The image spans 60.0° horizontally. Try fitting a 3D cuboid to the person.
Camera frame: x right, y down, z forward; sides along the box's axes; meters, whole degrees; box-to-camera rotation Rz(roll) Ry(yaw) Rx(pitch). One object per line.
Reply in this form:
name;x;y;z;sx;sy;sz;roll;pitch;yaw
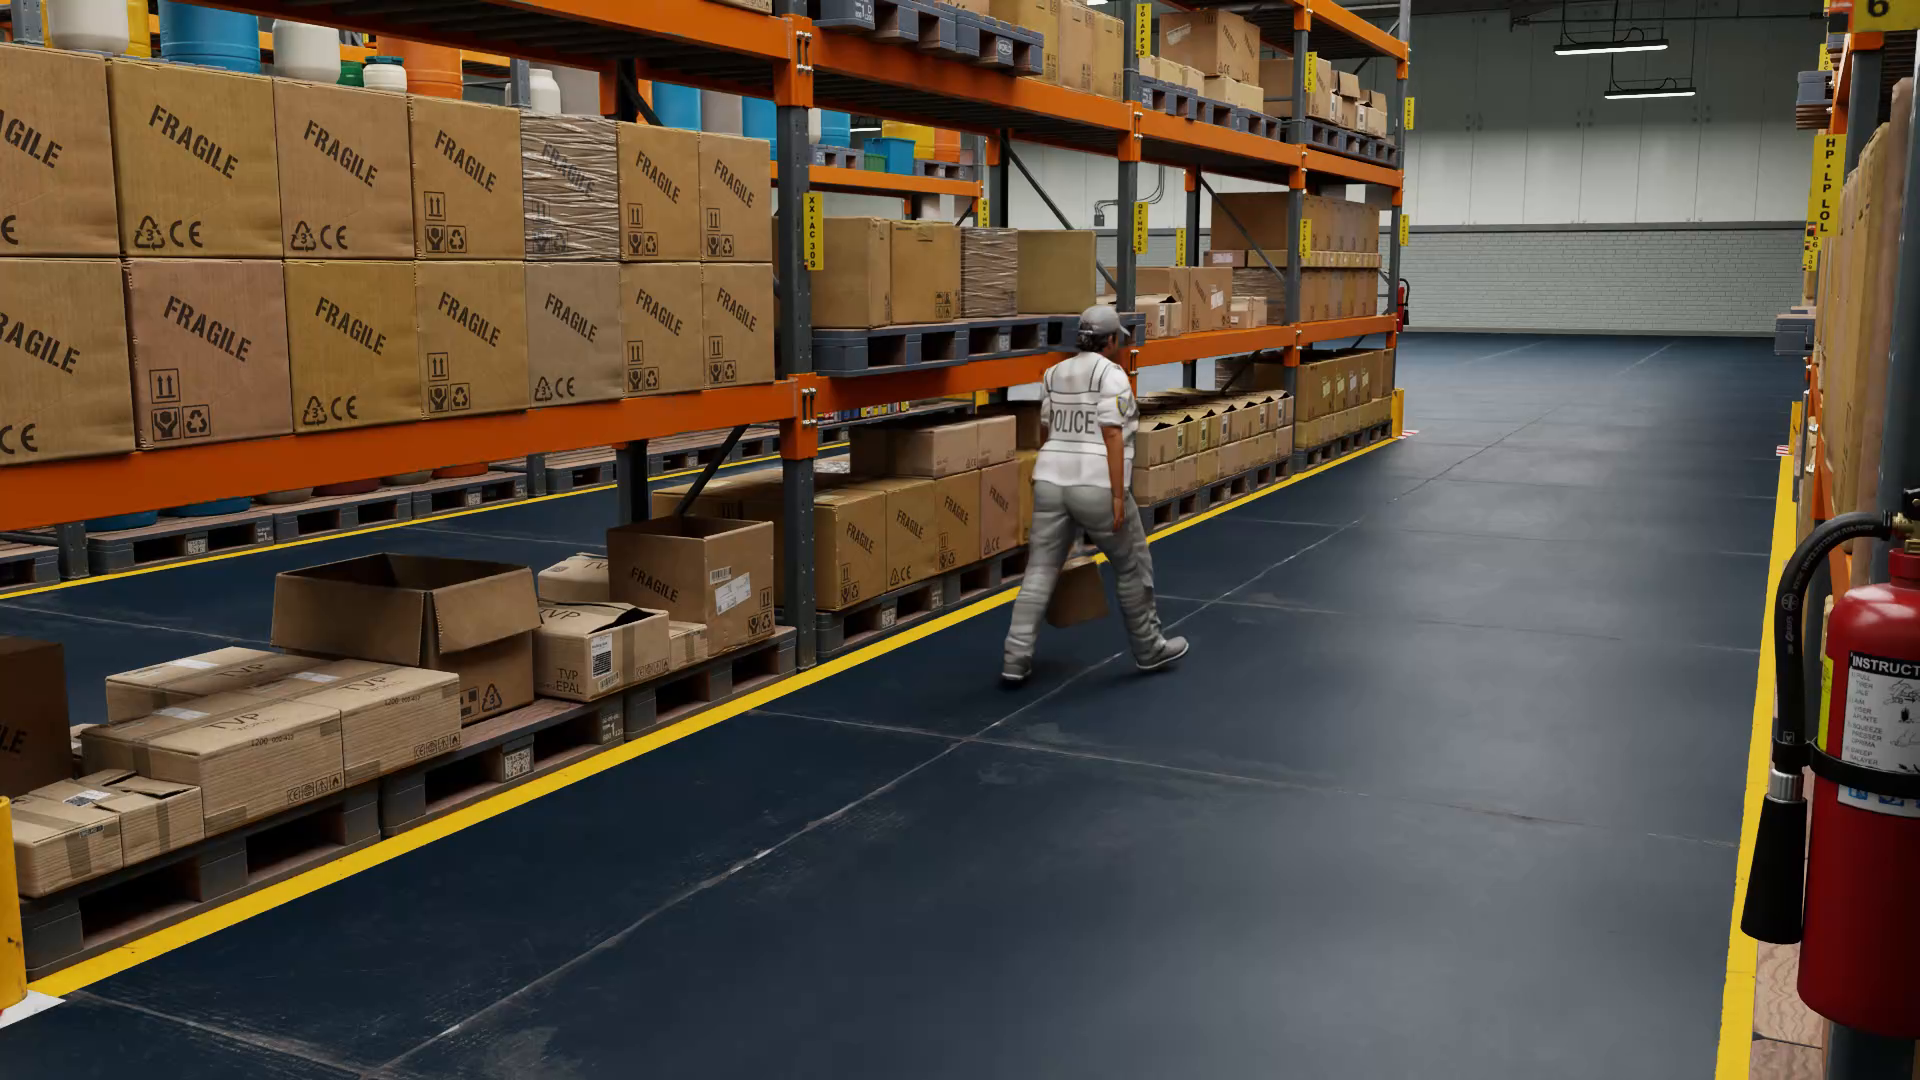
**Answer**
person;0.561;-0.212;7.252;0.526;1.612;0.920;8;12;42
